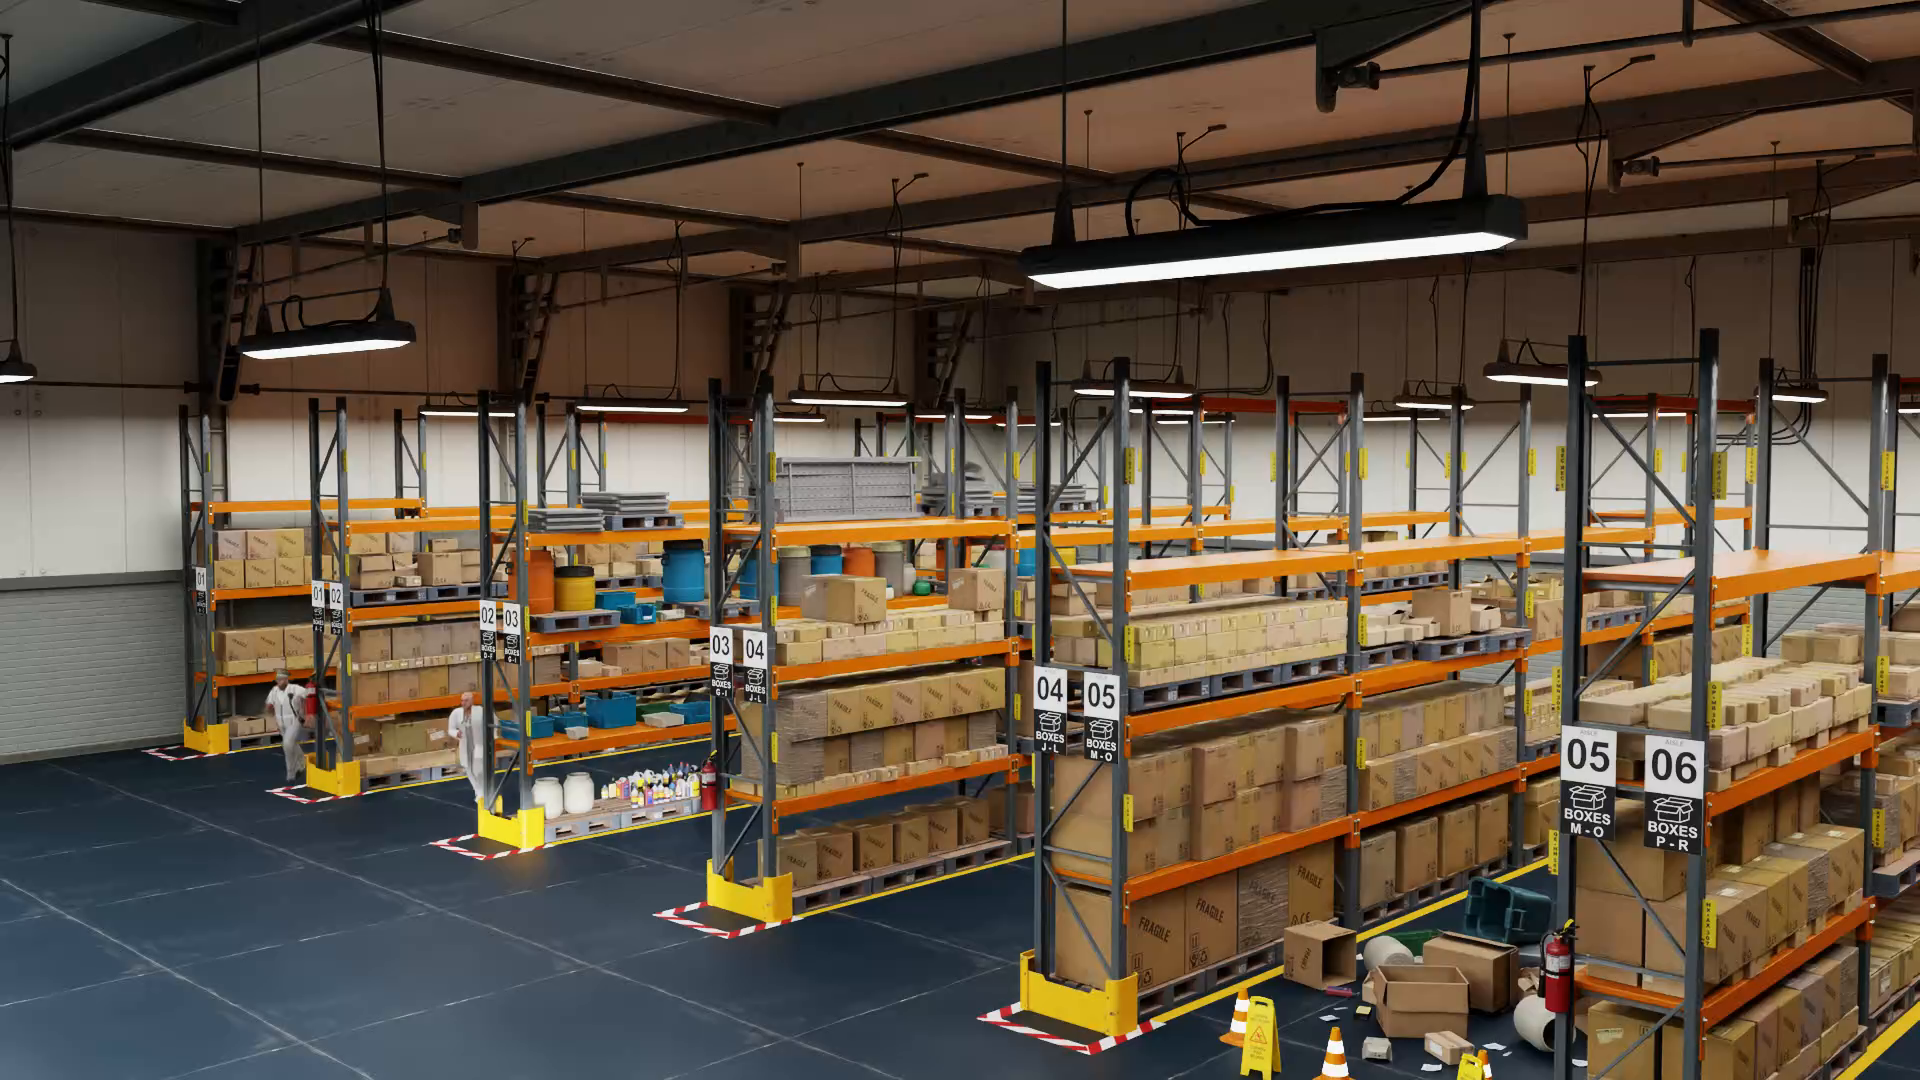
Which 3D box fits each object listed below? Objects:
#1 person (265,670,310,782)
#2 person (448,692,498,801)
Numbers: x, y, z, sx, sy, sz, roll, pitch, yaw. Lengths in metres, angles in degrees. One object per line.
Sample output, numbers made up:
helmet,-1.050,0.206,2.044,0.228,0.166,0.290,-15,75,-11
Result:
person,-10.646,2.910,26.397,0.636,1.761,0.943,1,3,16
person,-7.092,3.028,24.216,0.631,1.679,0.949,0,3,5
